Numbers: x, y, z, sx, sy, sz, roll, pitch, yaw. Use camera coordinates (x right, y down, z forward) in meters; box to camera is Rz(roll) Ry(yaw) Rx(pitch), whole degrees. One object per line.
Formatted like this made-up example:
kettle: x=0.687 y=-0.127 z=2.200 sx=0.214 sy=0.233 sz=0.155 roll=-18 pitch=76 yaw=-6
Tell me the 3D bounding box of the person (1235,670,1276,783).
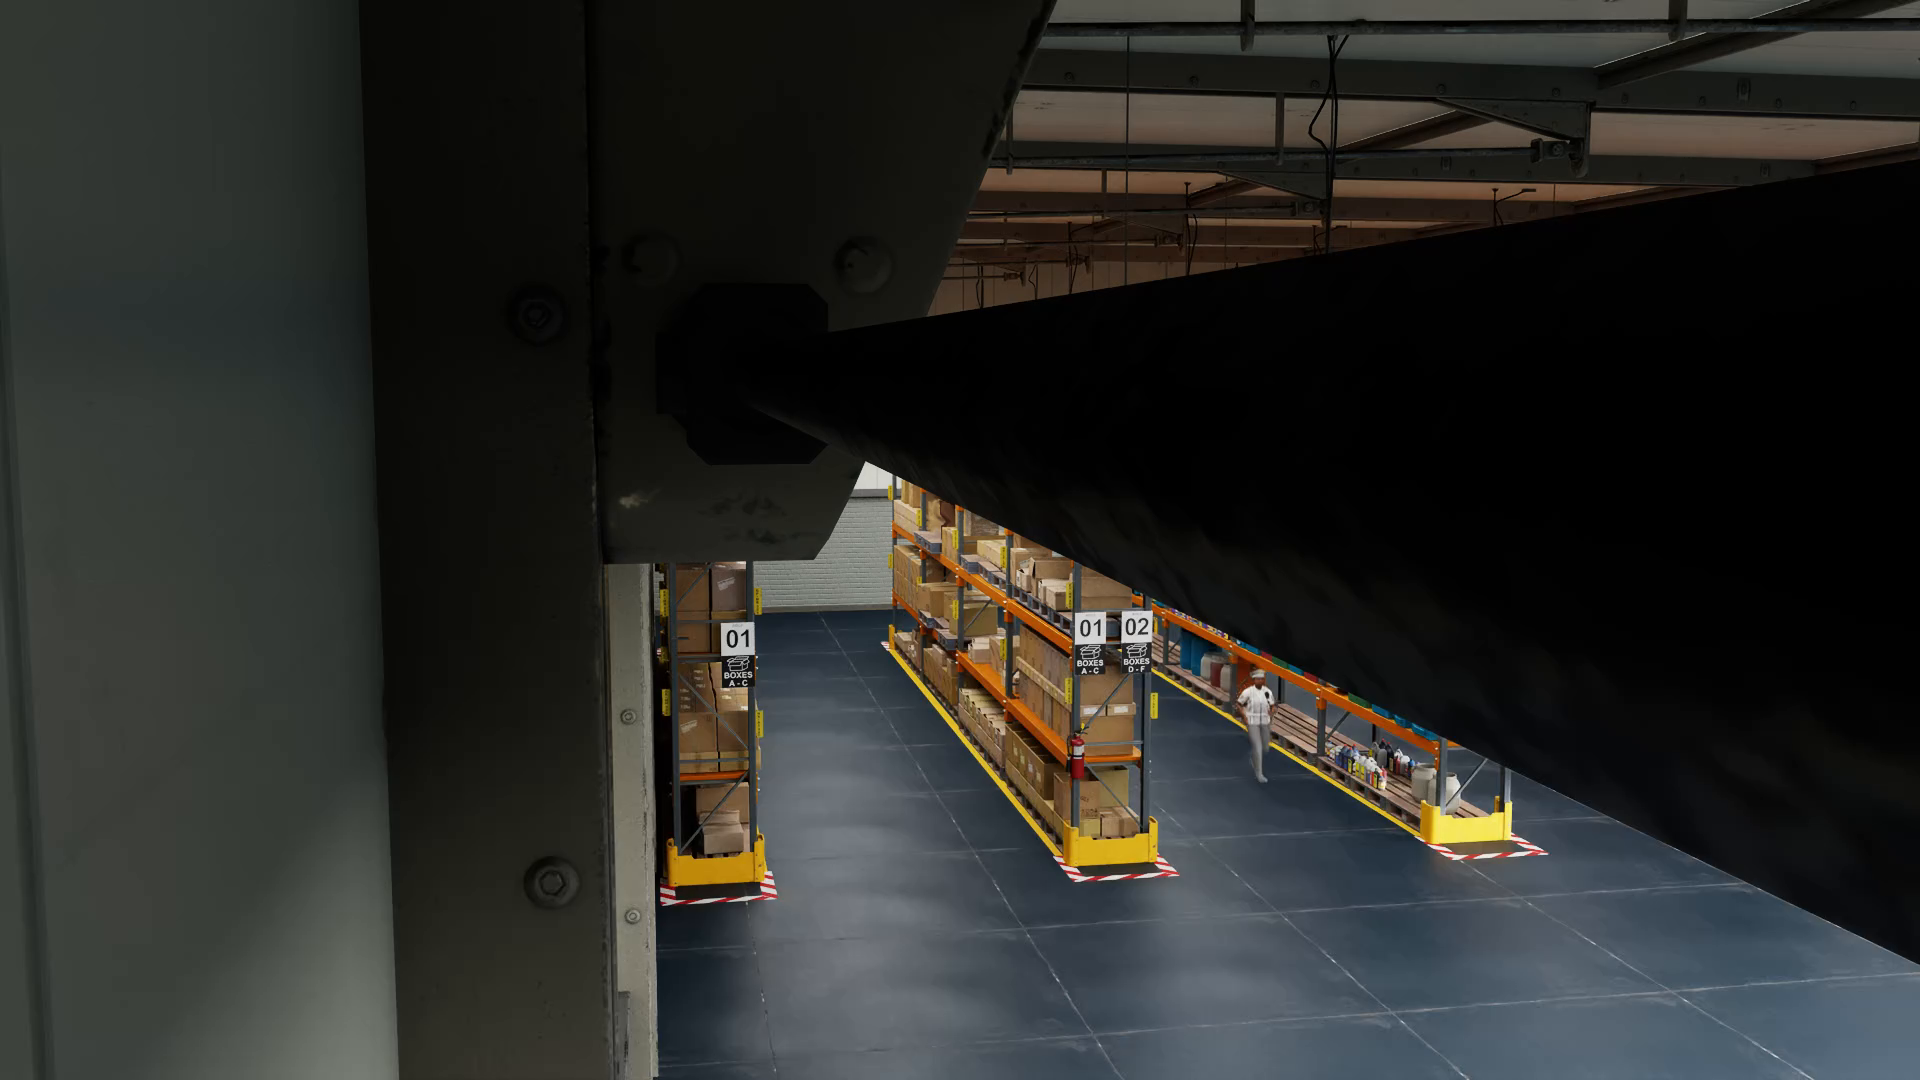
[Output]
person: x=4.498 y=2.778 z=25.201 sx=0.588 sy=1.663 sz=0.834 roll=-1 pitch=6 yaw=-11
